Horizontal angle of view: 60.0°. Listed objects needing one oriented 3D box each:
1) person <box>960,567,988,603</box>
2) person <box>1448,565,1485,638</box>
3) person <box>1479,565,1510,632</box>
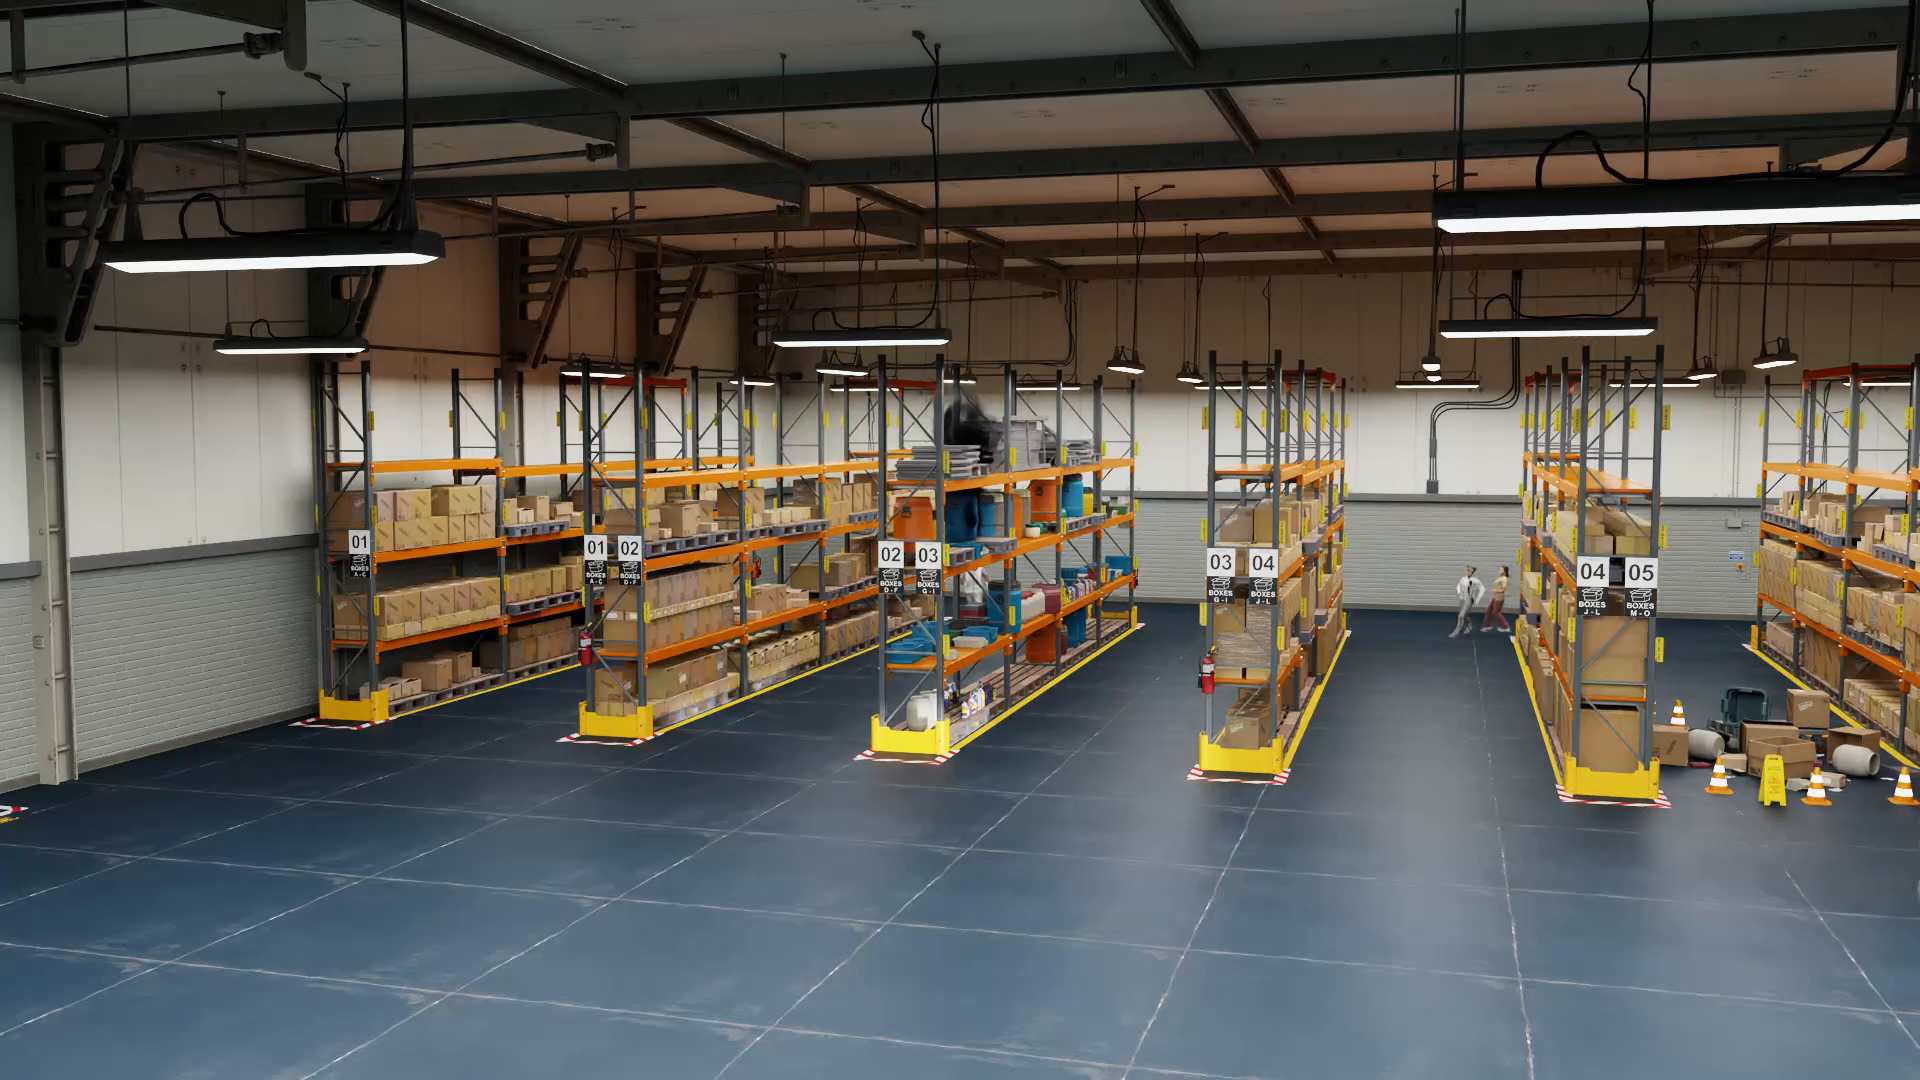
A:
[{"bbox_3d":[0.306,1.294,39.510,0.724,1.841,0.831,0,4,4],"label":"person"},{"bbox_3d":[11.706,1.409,38.308,0.885,1.667,0.675,-3,5,-32],"label":"person"},{"bbox_3d":[12.613,1.404,39.128,0.695,1.652,0.706,1,4,13],"label":"person"}]
